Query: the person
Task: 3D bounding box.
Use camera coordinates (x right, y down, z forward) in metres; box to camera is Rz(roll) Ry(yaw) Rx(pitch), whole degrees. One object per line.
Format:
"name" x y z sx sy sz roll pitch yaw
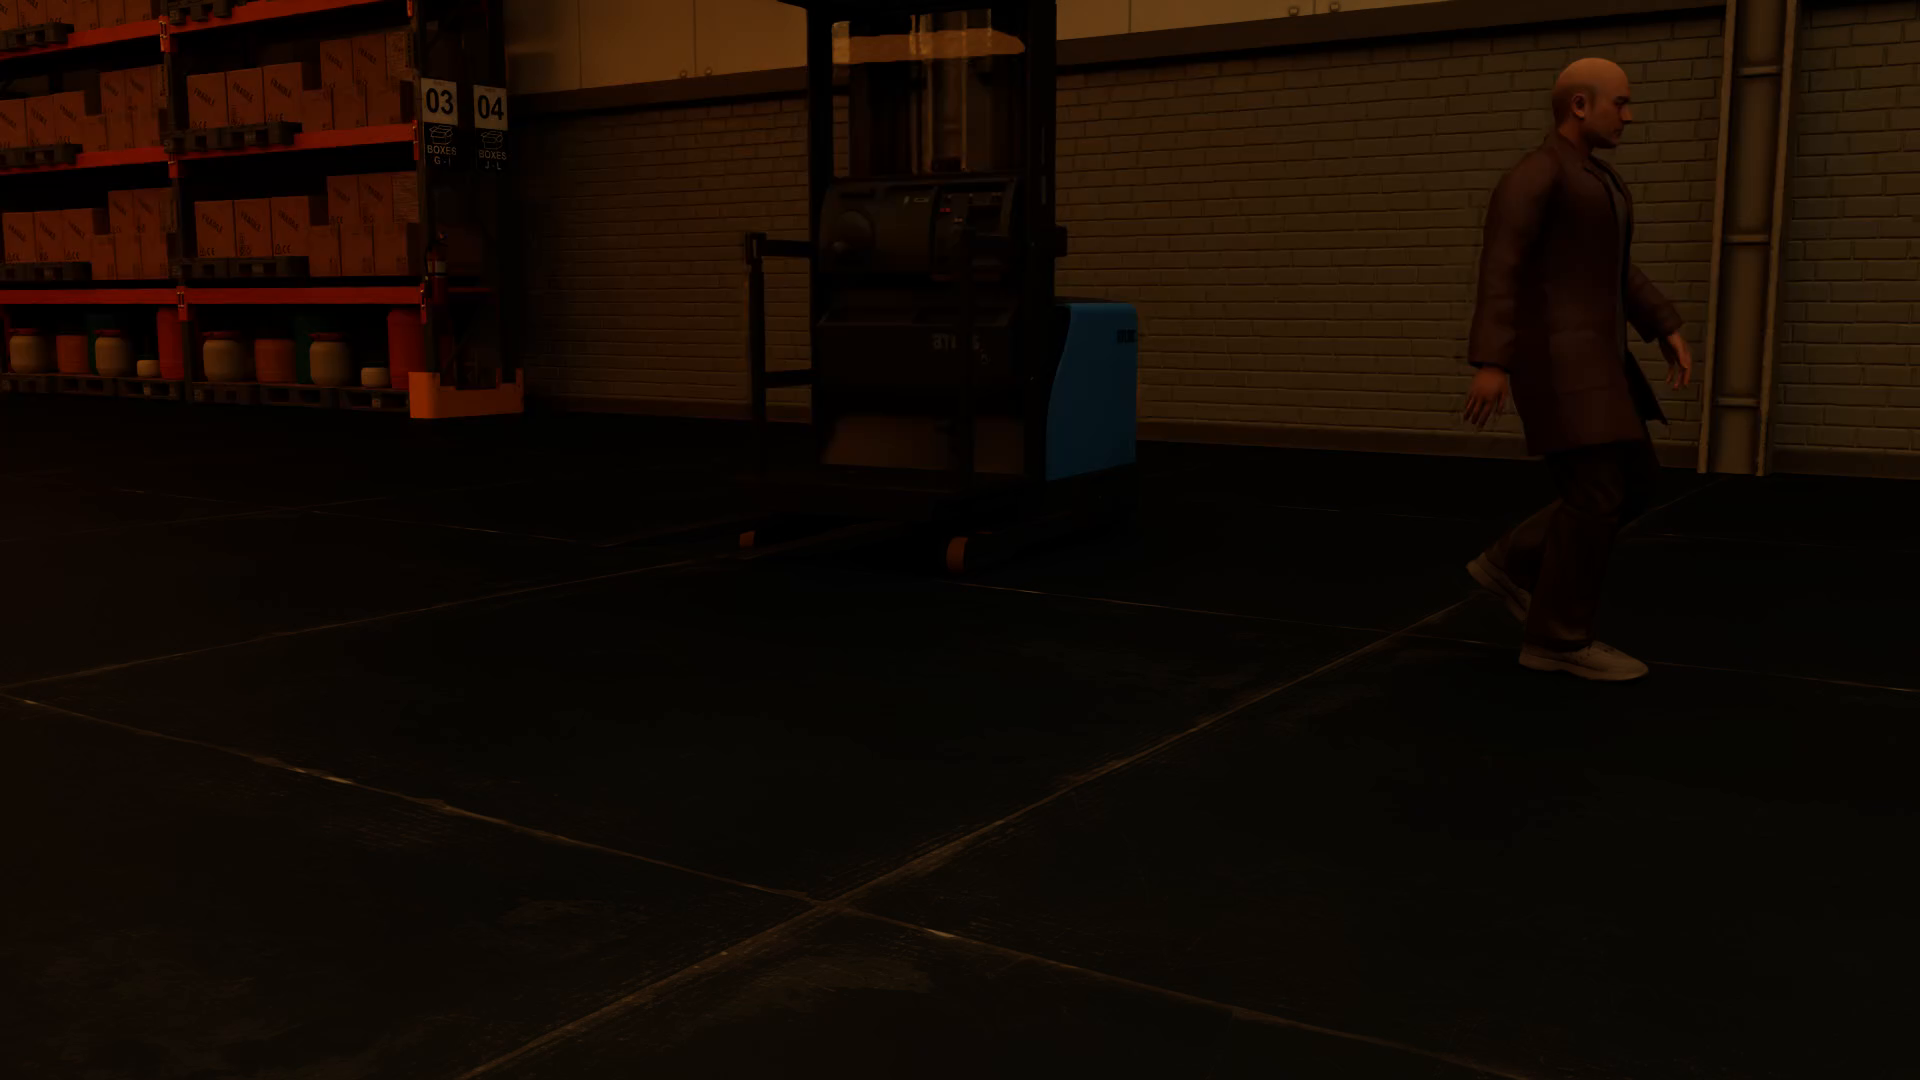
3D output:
"person" 1.765 -0.495 4.849 0.598 1.760 0.826 5 10 34

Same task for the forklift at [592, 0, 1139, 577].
"forklift" -0.286 -1.375 6.861 1.130 2.935 3.031 4 9 28
